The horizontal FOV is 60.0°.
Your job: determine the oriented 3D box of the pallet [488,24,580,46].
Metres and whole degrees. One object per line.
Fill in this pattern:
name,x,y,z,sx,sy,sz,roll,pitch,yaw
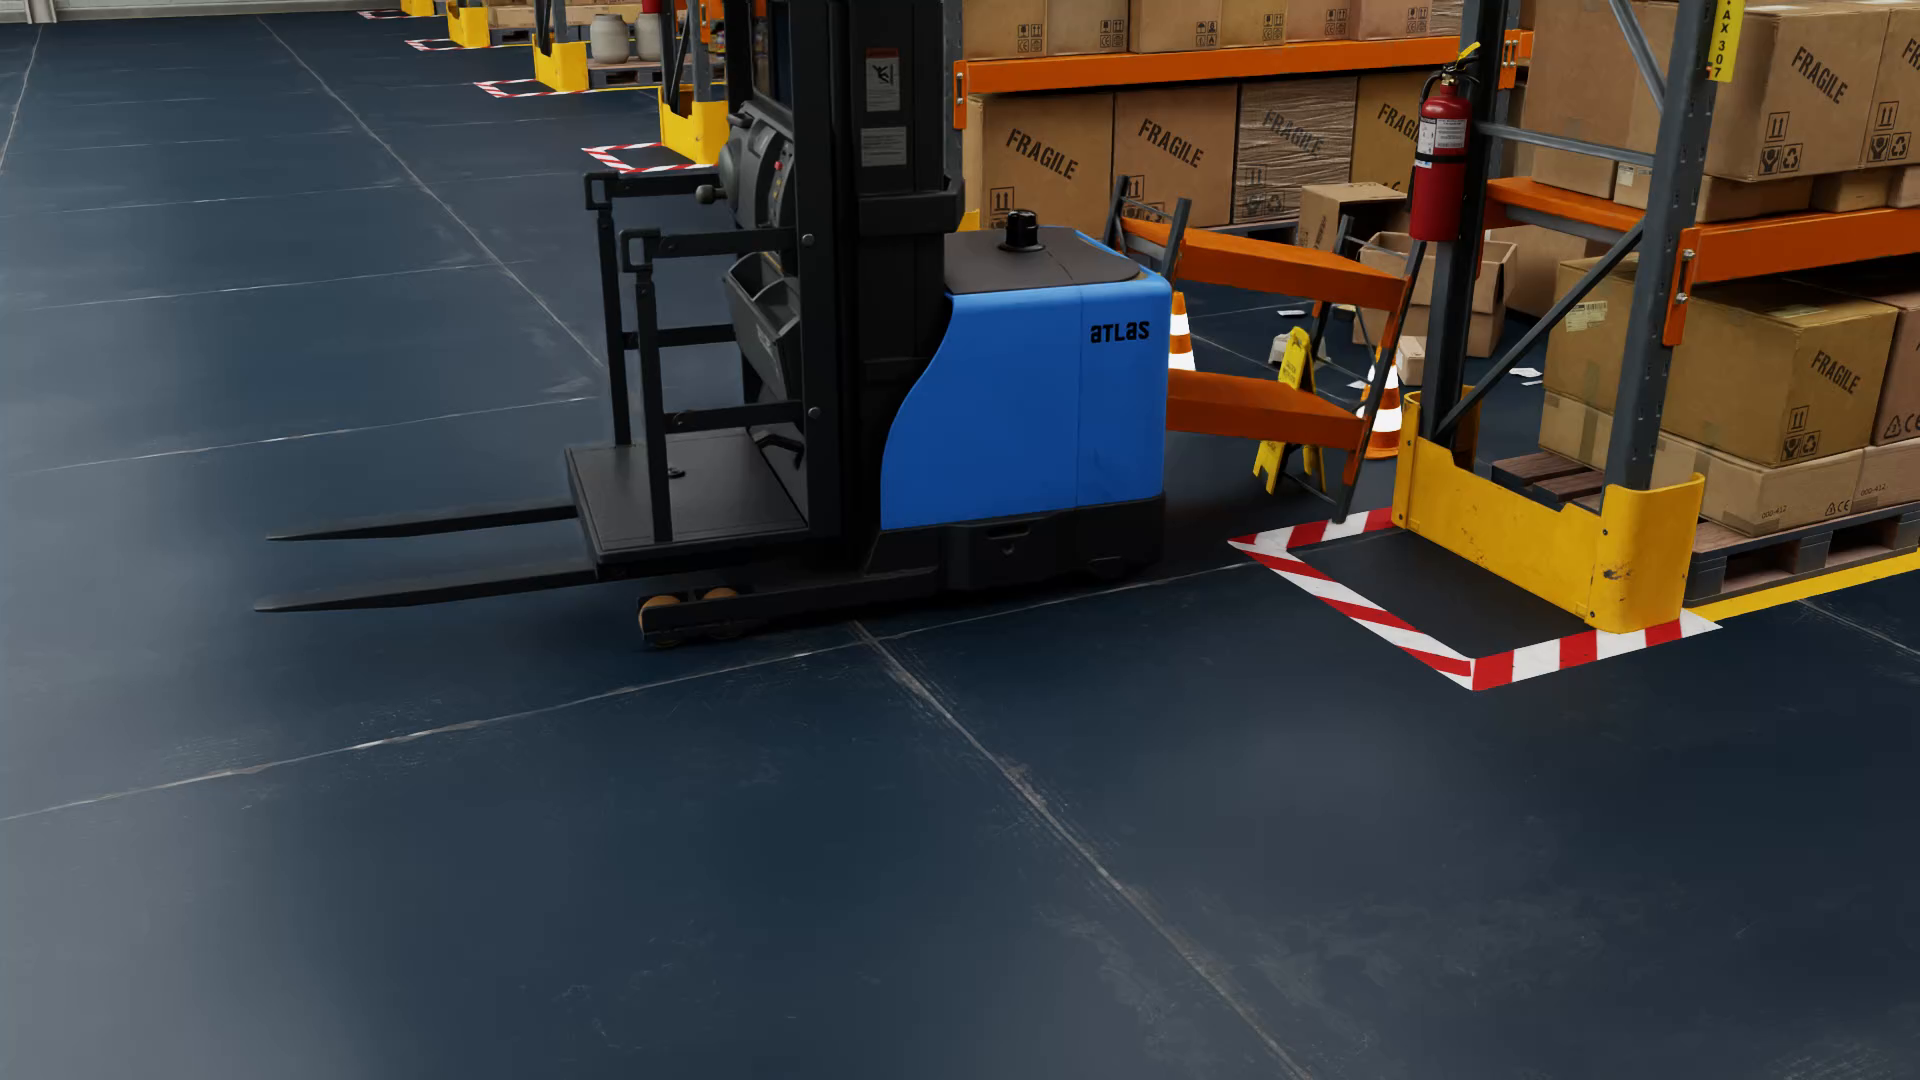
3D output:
pallet,-5.936,-6.967,22.805,1.213,0.211,1.003,-10,25,-24

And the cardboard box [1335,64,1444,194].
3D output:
cardboard box,2.754,-2.769,11.247,0.875,0.875,0.875,-10,25,-23

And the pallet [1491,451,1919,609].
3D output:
pallet,2.800,-0.131,6.291,1.213,0.211,1.003,-10,25,-24

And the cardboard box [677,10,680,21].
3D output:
cardboard box,-4.224,-7.382,23.206,0.500,0.250,0.500,-10,25,-24

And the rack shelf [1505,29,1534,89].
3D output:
rack shelf,5.153,-3.636,12.054,4.000,0.370,1.077,-10,25,-24

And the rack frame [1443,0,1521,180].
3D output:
rack frame,3.351,-3.637,11.115,0.127,3.000,1.000,-10,25,-24

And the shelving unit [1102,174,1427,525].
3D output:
shelving unit,1.026,-0.687,6.232,1.048,1.125,0.538,4,19,-25

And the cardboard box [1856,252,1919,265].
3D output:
cardboard box,3.520,-0.946,6.680,0.500,0.500,0.500,-11,25,-25

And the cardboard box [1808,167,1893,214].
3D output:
cardboard box,2.876,-1.216,5.595,0.250,0.149,0.380,-11,25,-25

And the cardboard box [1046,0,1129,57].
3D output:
cardboard box,0.547,-3.219,9.908,0.550,0.550,0.875,-10,25,-24

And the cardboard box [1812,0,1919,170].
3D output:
cardboard box,2.997,-1.538,5.524,0.500,0.500,0.500,-10,24,-22

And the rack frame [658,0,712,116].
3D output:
rack frame,-2.313,-4.700,13.682,0.127,3.000,1.000,-10,25,-24

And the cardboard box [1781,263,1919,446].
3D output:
cardboard box,3.322,-0.685,6.049,0.500,0.500,0.500,-11,25,-26

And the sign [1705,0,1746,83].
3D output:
sign,2.220,-1.497,4.814,0.005,0.325,0.100,-10,25,-24

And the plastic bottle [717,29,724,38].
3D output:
plastic bottle,-2.758,-5.839,19.421,0.135,0.276,0.152,-10,25,-23

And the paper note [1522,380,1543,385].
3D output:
paper note,2.788,-0.764,8.083,0.123,0.001,0.032,-10,25,-24

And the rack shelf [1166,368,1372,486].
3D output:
rack shelf,0.975,-0.460,6.305,1.000,0.278,0.538,4,19,-25

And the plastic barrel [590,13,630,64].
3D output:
plastic barrel,-3.902,-5.587,18.528,0.421,0.512,0.421,0,22,0

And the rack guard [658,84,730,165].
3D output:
rack guard,-2.245,-3.557,14.190,0.348,0.500,1.175,-10,25,-24

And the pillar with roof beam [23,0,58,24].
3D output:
pillar with roof beam,-12.042,-10.528,19.918,0.400,9.000,9.100,-10,25,-24

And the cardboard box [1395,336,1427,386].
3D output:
cardboard box,2.289,-0.881,8.183,0.250,0.149,0.380,2,23,4

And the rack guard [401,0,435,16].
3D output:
rack guard,-8.690,-8.678,26.562,0.348,0.500,1.175,-10,25,-24

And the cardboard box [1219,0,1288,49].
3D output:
cardboard box,1.566,-3.371,10.275,0.500,0.550,0.875,-10,25,-24

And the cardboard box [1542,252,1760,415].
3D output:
cardboard box,2.593,-0.777,6.271,0.500,0.500,0.500,-10,25,-23

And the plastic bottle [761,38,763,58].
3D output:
plastic bottle,-2.294,-5.616,18.887,0.097,0.271,0.097,0,22,0

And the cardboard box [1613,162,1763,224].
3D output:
cardboard box,2.380,-1.153,5.443,0.250,0.149,0.380,-10,25,-23

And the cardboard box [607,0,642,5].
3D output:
cardboard box,-4.674,-7.644,22.861,0.500,0.500,0.500,-10,25,-24

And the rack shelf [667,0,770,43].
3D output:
rack shelf,-0.511,-4.699,14.621,4.000,0.370,1.077,-10,25,-24

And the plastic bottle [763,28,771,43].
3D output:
plastic bottle,-2.231,-5.875,19.508,0.135,0.276,0.152,-10,25,-24

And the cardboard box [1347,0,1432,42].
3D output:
cardboard box,2.538,-3.542,10.689,0.550,0.550,0.875,-10,25,-24

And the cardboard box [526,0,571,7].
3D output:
cardboard box,-5.577,-7.480,22.464,0.500,0.500,0.500,-10,25,-24

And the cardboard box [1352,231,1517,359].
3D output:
cardboard box,2.469,-1.295,8.720,0.797,0.503,0.637,10,24,22

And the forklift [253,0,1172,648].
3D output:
forklift,-0.847,-1.231,5.391,3.031,2.935,1.130,-7,24,-16

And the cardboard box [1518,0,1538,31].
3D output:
cardboard box,3.941,-3.678,11.082,0.500,0.500,0.500,-10,25,-23

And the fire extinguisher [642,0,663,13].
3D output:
fire extinguisher,-2.616,-4.804,14.034,0.183,0.674,0.296,-10,25,-24

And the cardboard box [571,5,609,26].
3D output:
cardboard box,-5.127,-7.217,22.809,0.500,0.250,0.500,-10,25,-24

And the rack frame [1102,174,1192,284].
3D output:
rack frame,0.566,-0.719,6.017,0.032,1.125,0.500,4,19,-25

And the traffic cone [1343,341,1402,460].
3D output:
traffic cone,1.813,-0.628,7.162,0.334,0.463,0.336,-10,25,-24

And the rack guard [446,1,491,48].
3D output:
rack guard,-6.628,-6.955,22.399,0.348,0.500,1.175,-10,25,-24

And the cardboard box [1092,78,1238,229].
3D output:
cardboard box,1.121,-2.468,10.519,0.875,0.875,0.875,-11,25,-24

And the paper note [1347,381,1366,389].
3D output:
paper note,1.973,-0.755,8.035,0.148,0.019,0.142,20,30,40

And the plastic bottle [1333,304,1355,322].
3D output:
plastic bottle,2.207,-1.279,9.259,0.133,0.061,0.283,20,30,40

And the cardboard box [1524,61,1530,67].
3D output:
cardboard box,4.742,-3.084,12.172,0.750,0.750,1.050,-10,25,-24

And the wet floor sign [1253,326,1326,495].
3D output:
wet floor sign,1.349,-0.534,6.696,0.232,0.644,0.267,-2,23,-5

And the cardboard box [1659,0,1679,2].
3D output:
cardboard box,2.350,-2.090,5.550,0.500,0.500,0.700,-11,25,-25

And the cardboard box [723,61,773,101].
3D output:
cardboard box,-1.743,-3.837,14.316,0.500,0.500,0.500,-6,23,-14

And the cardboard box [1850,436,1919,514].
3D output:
cardboard box,3.295,-0.329,6.168,0.500,0.250,0.500,-9,24,-22

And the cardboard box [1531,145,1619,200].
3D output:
cardboard box,2.229,-1.304,5.807,0.250,0.149,0.380,-10,24,-22

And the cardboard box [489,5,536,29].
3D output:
cardboard box,-6.027,-7.050,22.406,0.500,0.250,0.500,-10,25,-24

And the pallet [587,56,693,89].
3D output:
pallet,-3.679,-5.280,18.729,1.213,0.211,1.003,-10,25,-24

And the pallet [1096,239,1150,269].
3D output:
pallet,0.433,-1.845,10.431,1.213,0.211,1.003,-10,25,-24

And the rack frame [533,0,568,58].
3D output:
rack frame,-4.462,-6.407,17.805,0.127,3.000,1.000,-10,25,-24

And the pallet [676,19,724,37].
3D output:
pallet,-3.737,-7.372,23.783,1.213,0.211,1.003,-10,25,-24
